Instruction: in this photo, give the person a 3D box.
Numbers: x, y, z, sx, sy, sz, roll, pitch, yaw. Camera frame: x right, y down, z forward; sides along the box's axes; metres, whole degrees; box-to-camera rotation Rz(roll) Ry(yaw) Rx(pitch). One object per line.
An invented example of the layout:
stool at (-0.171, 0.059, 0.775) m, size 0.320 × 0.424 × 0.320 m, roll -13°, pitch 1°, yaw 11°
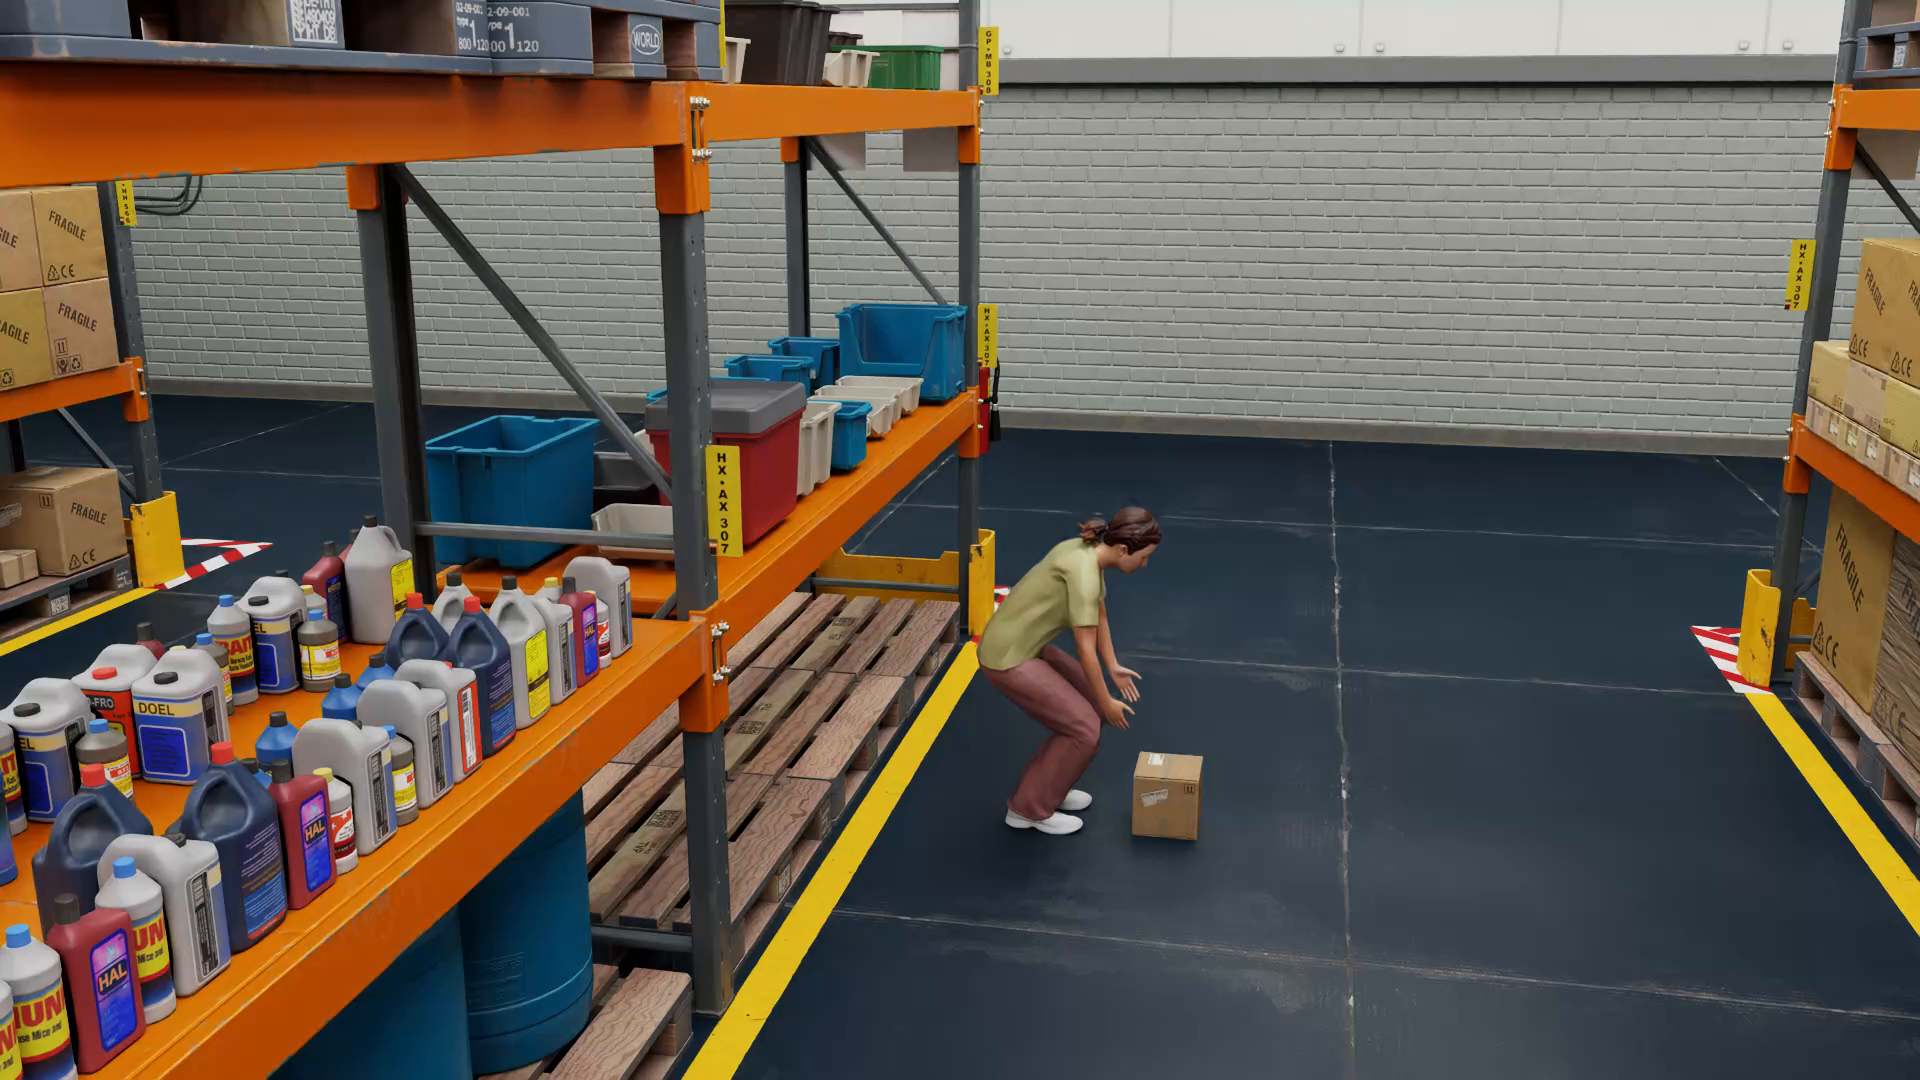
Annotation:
person at (0.423, 0.480, 6.488) m, size 0.696 × 1.275 × 0.511 m, roll 3°, pitch 15°, yaw 11°
